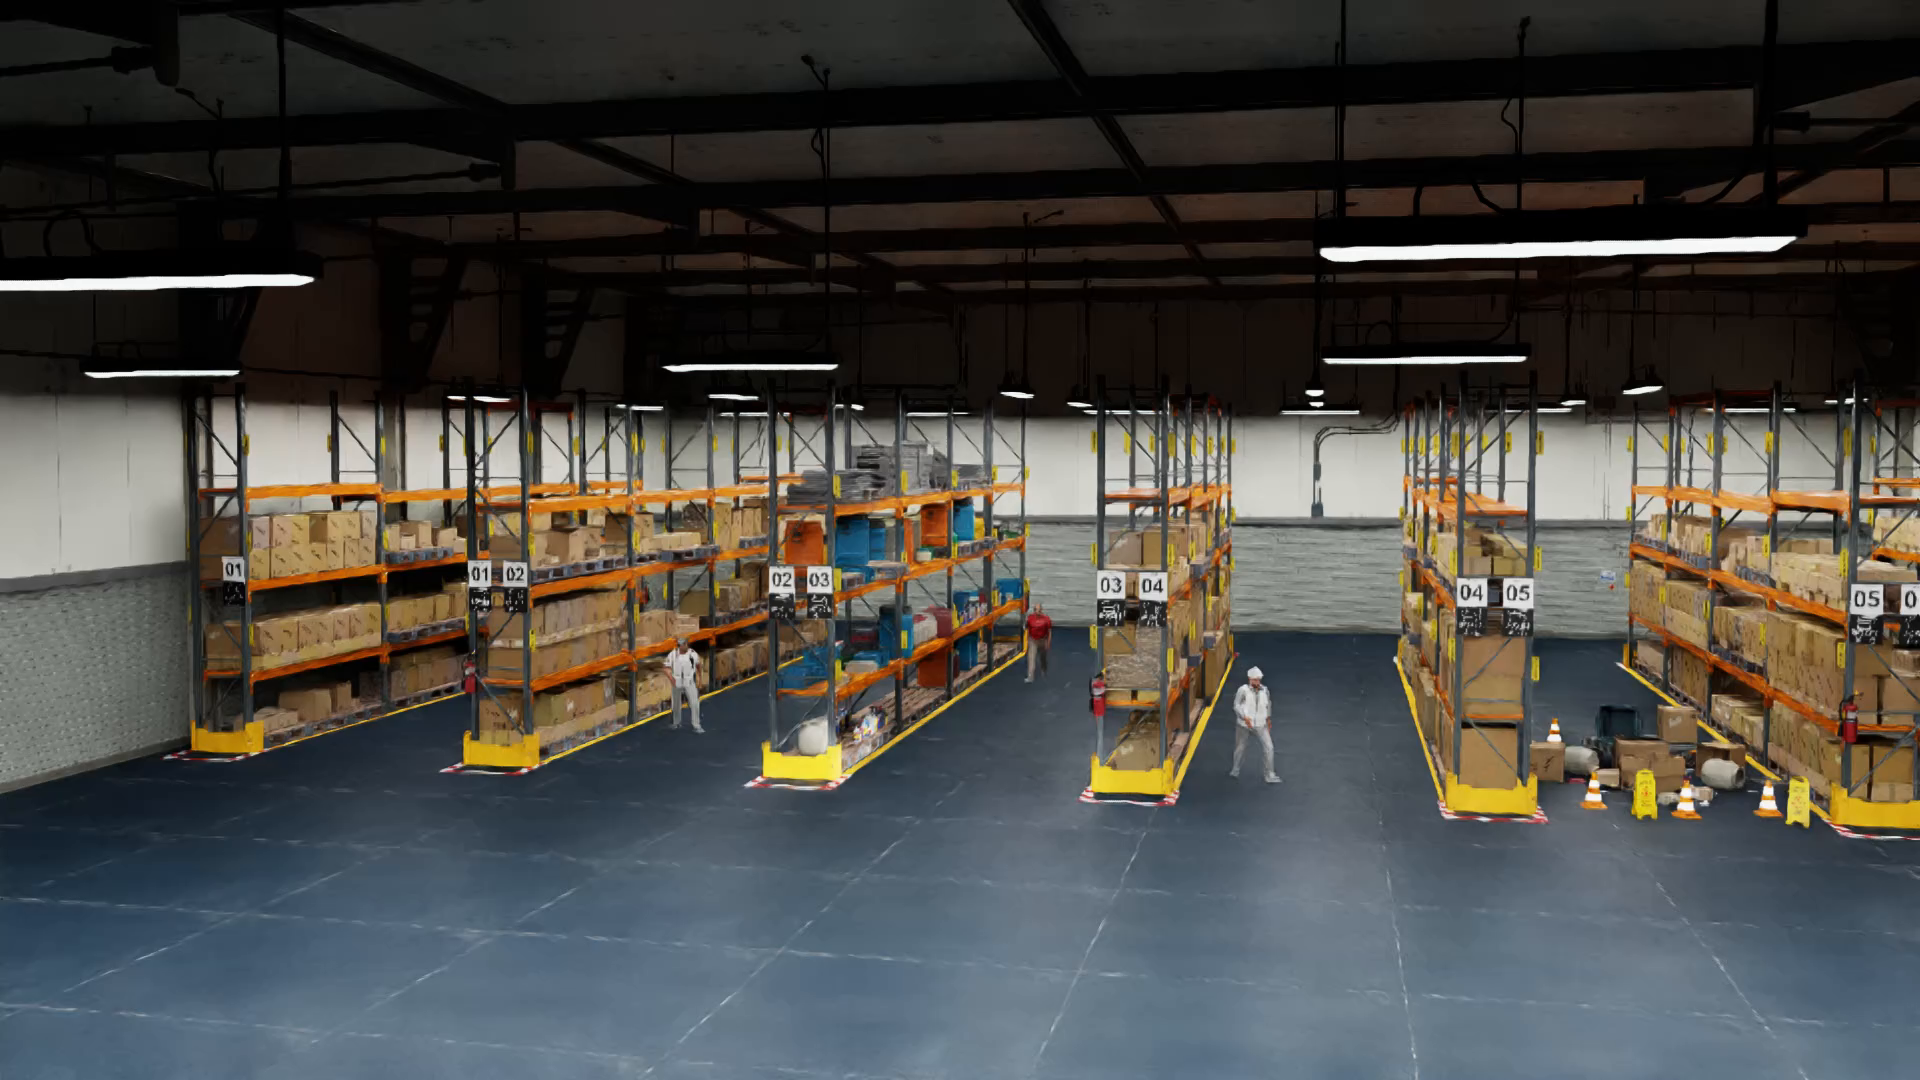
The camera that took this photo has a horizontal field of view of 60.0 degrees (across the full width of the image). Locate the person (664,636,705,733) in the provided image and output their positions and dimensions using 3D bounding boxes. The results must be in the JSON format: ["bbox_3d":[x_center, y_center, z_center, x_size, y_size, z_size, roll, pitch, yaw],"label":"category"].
[{"bbox_3d":[-4.798,2.490,28.996,0.707,1.697,0.827,0,3,-6],"label":"person"}]

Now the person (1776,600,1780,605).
[{"bbox_3d":[19.325,1.923,39.481,0.683,1.647,0.498,-1,3,-16],"label":"person"}]

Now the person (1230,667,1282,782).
[{"bbox_3d":[4.370,2.720,24.793,0.687,1.710,0.832,0,3,-6],"label":"person"}]

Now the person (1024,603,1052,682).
[{"bbox_3d":[1.671,2.150,35.223,0.540,1.643,1.130,1,3,10],"label":"person"}]
